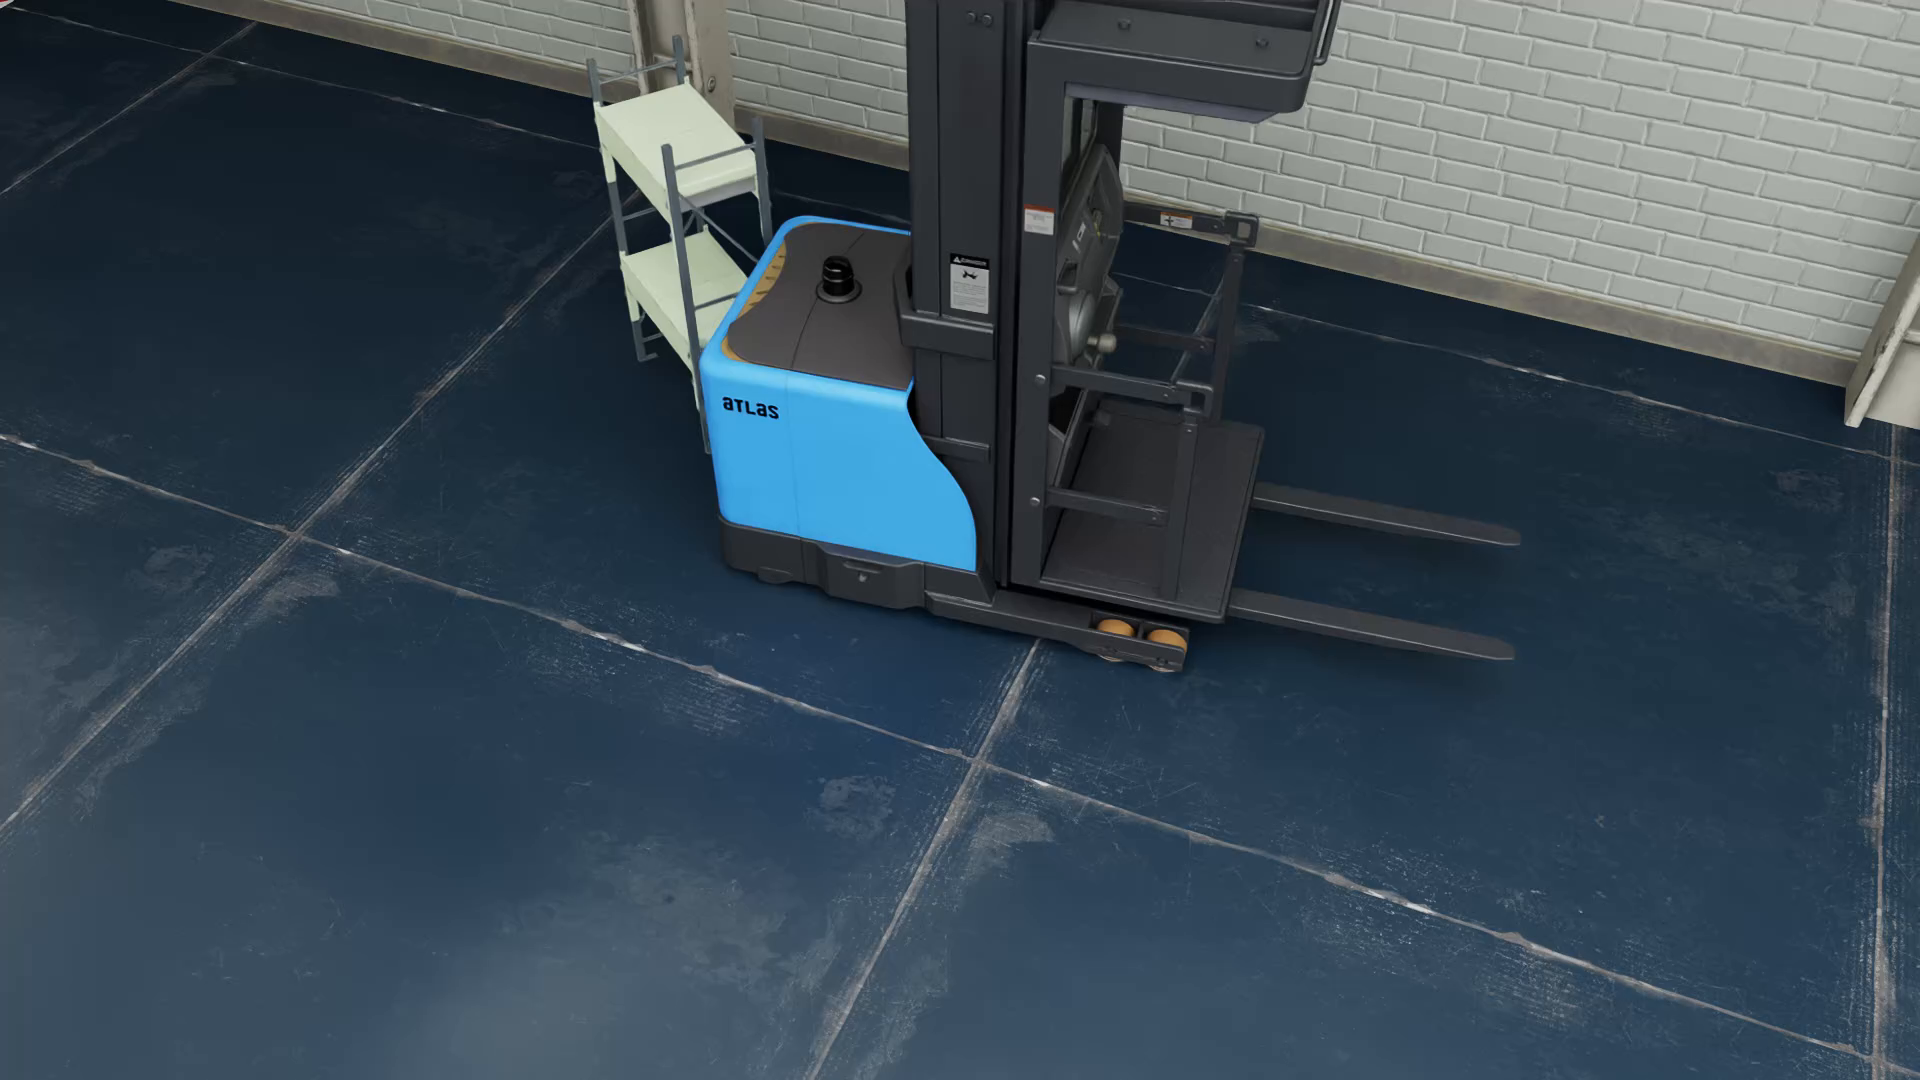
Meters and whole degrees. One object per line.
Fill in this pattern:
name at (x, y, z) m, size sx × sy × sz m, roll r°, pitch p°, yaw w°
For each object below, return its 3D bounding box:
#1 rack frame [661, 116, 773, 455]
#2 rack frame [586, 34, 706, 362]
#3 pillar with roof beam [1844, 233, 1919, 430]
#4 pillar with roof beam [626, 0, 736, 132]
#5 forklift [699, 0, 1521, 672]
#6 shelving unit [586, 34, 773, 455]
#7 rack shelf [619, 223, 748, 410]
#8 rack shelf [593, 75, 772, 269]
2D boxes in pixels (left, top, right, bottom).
rack frame at (-0.916, -0.974, 6.666) m, size 0.400 × 1.500 × 0.023 m, roll -23°, pitch 49°, yaw -21°
rack frame at (-1.290, -1.418, 7.111) m, size 0.400 × 1.500 × 0.023 m, roll -23°, pitch 49°, yaw -21°
pillar with roof beam at (2.443, -0.938, 1.313) m, size 0.400 × 9.000 × 9.100 m, roll 16°, pitch 47°, yaw 16°
pillar with roof beam at (-3.094, -2.567, 2.950) m, size 0.400 × 9.000 × 9.100 m, roll 16°, pitch 47°, yaw 16°
forklift at (0.630, -0.962, 5.639) m, size 3.031 × 2.935 × 1.130 m, roll 11°, pitch 46°, yaw 11°
shelving unit at (-1.103, -1.196, 6.888) m, size 0.431 × 1.500 × 0.755 m, roll -23°, pitch 49°, yaw -21°
rack shelf at (-1.103, -0.965, 7.118) m, size 0.431 × 0.370 × 0.720 m, roll -23°, pitch 49°, yaw -21°
rack shelf at (-1.103, -1.472, 6.613) m, size 0.431 × 0.370 × 0.720 m, roll -23°, pitch 49°, yaw -21°
